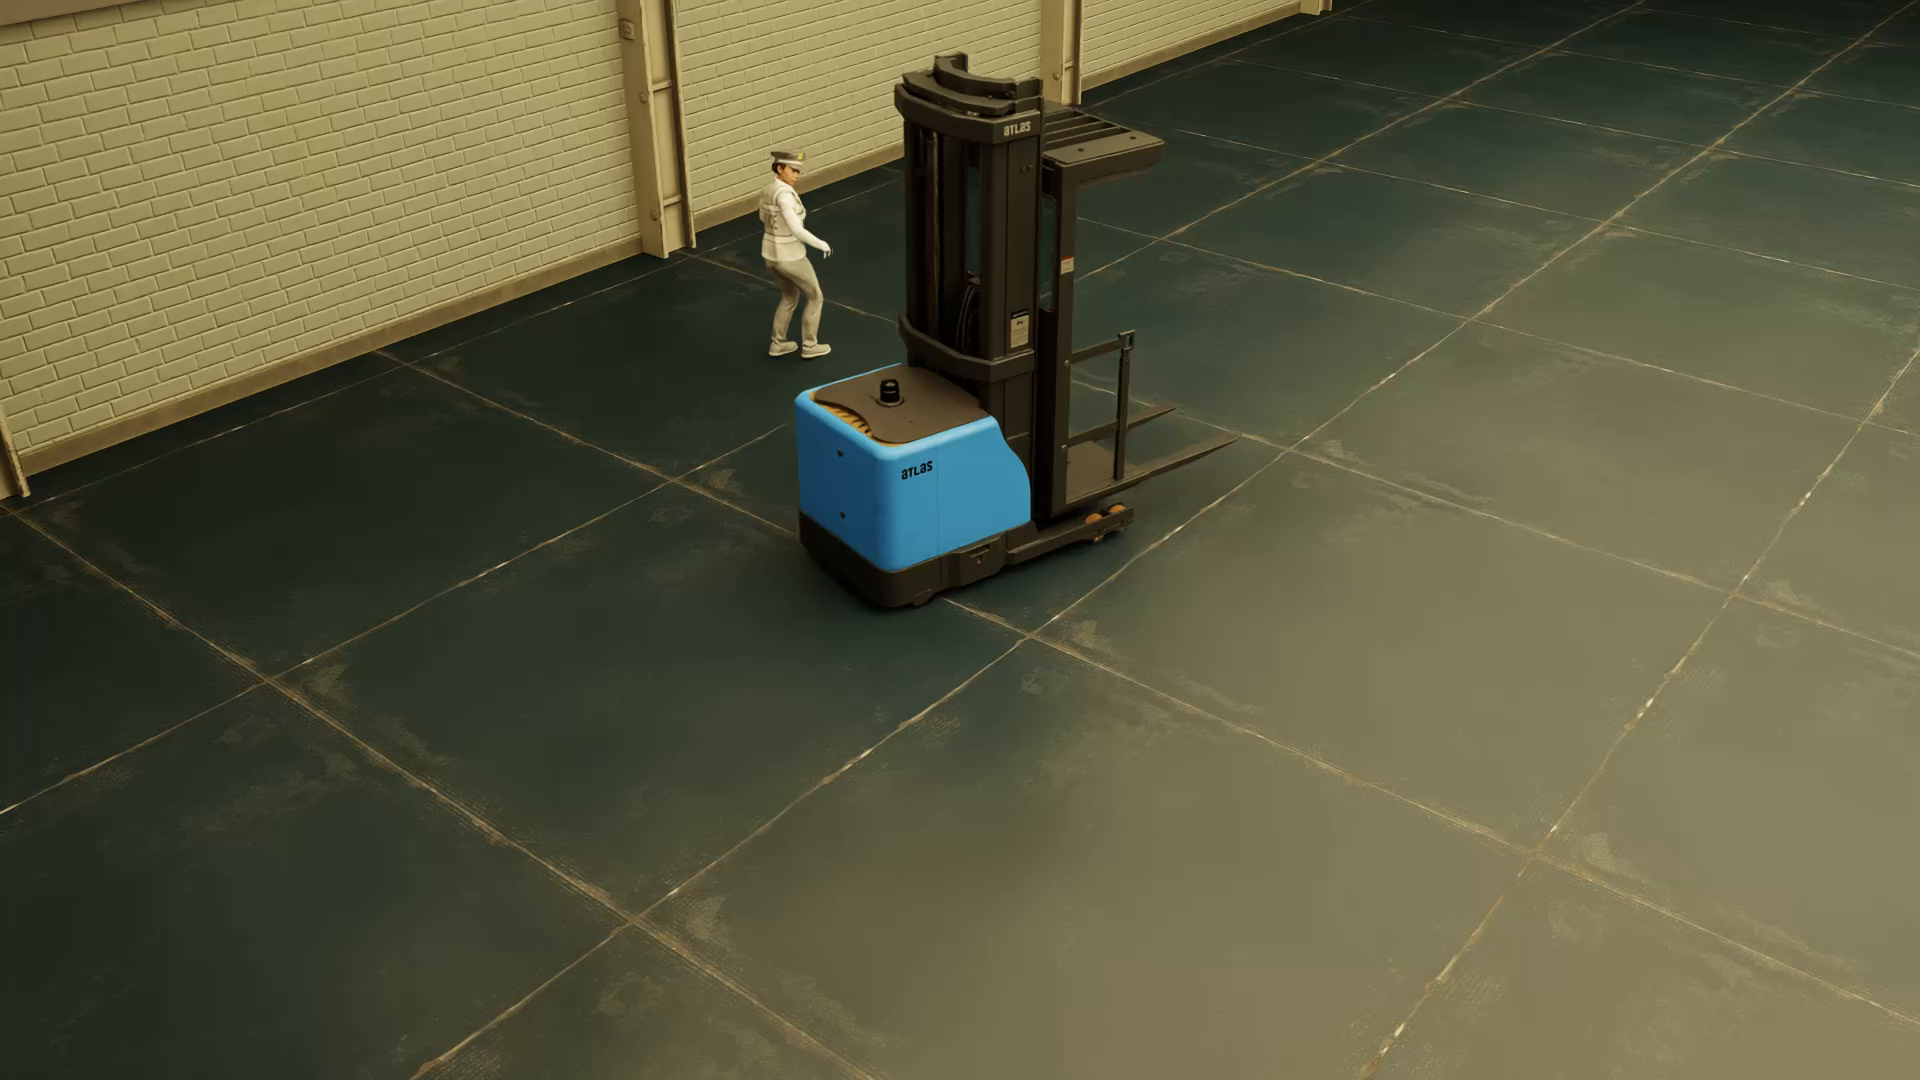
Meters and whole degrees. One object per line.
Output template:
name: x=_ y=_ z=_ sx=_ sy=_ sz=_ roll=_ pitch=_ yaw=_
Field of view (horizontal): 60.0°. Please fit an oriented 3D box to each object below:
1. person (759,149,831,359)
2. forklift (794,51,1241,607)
person: x=-1.278 y=-2.159 z=12.603 sx=0.480 sy=1.632 sz=0.712 roll=-21 pitch=36 yaw=-32
forklift: x=0.487 y=-1.457 z=10.087 sx=3.031 sy=2.935 sz=1.130 roll=-20 pitch=36 yaw=-31
